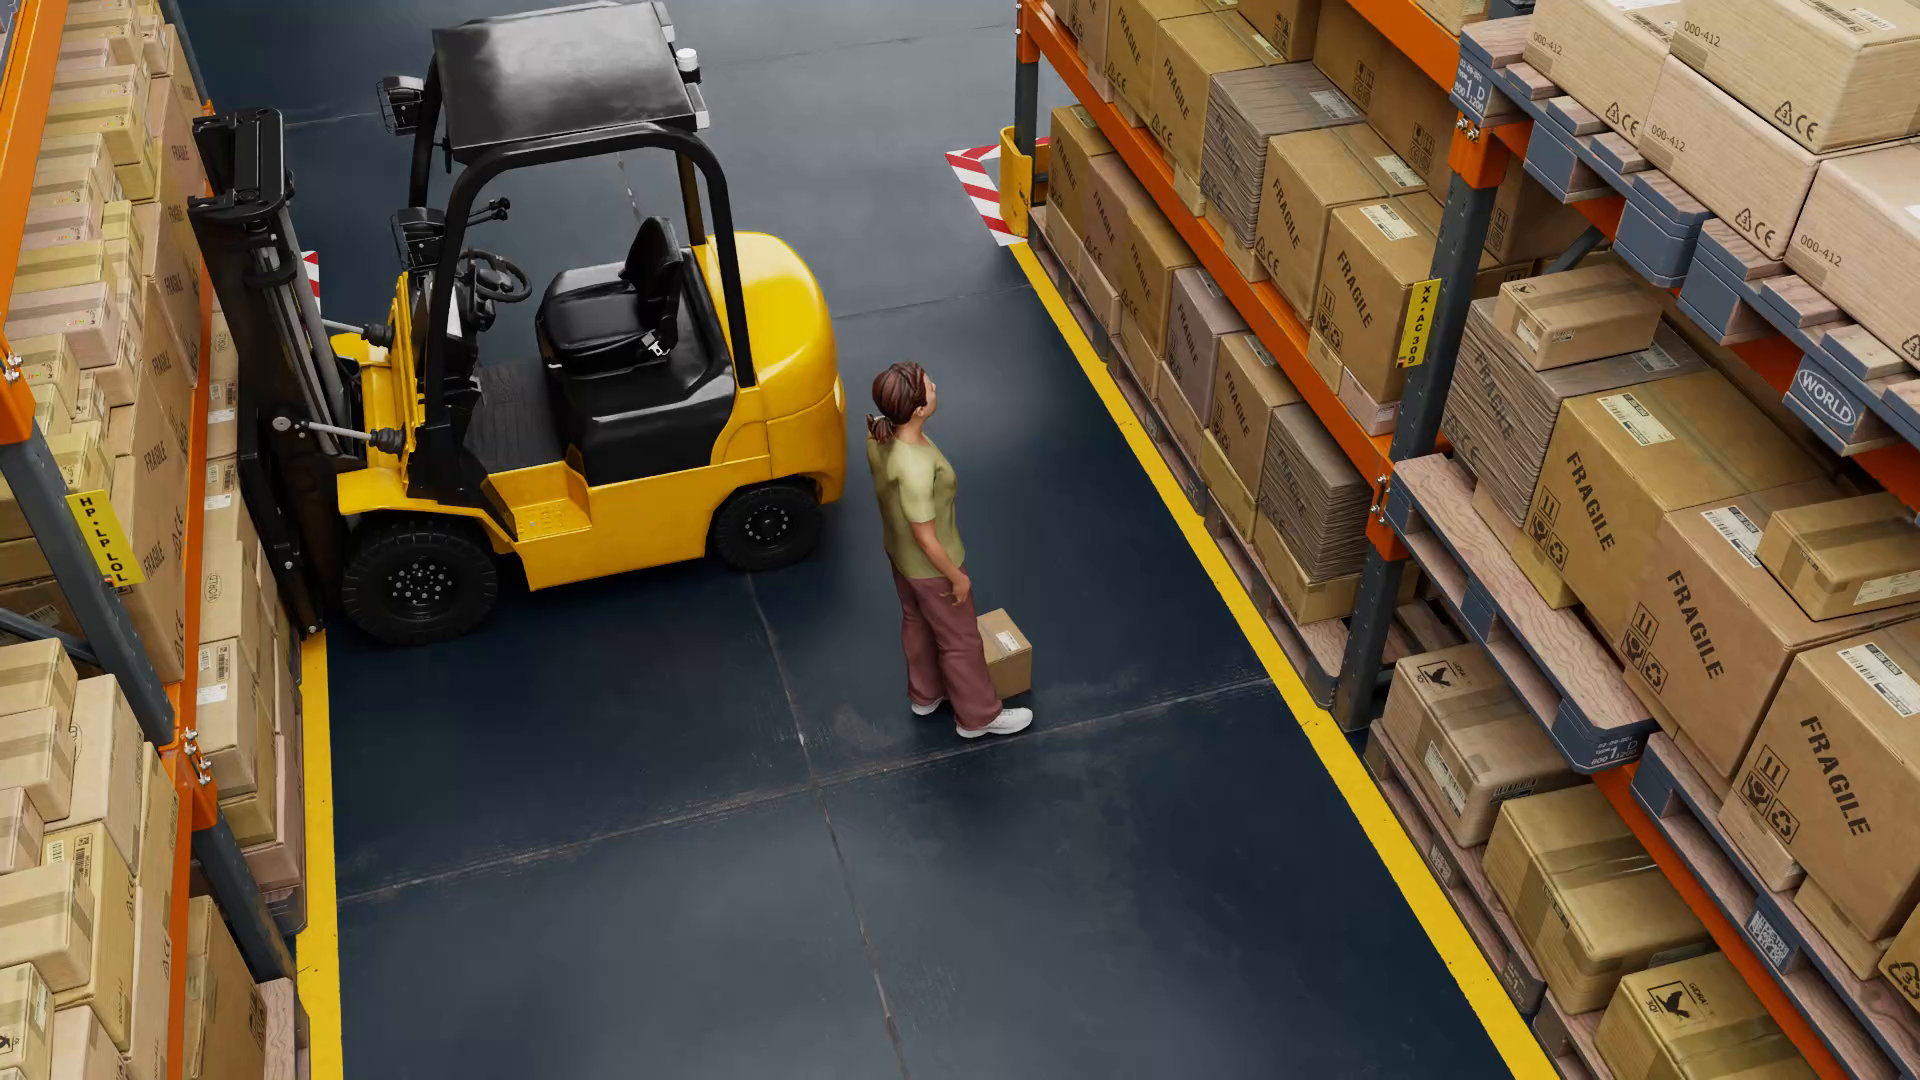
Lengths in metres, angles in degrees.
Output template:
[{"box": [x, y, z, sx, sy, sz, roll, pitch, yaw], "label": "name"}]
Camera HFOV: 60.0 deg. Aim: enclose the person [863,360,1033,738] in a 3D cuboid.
[{"box": [-0.062, 0.030, 6.116, 0.549, 1.675, 0.555, -18, 45, -18], "label": "person"}]
